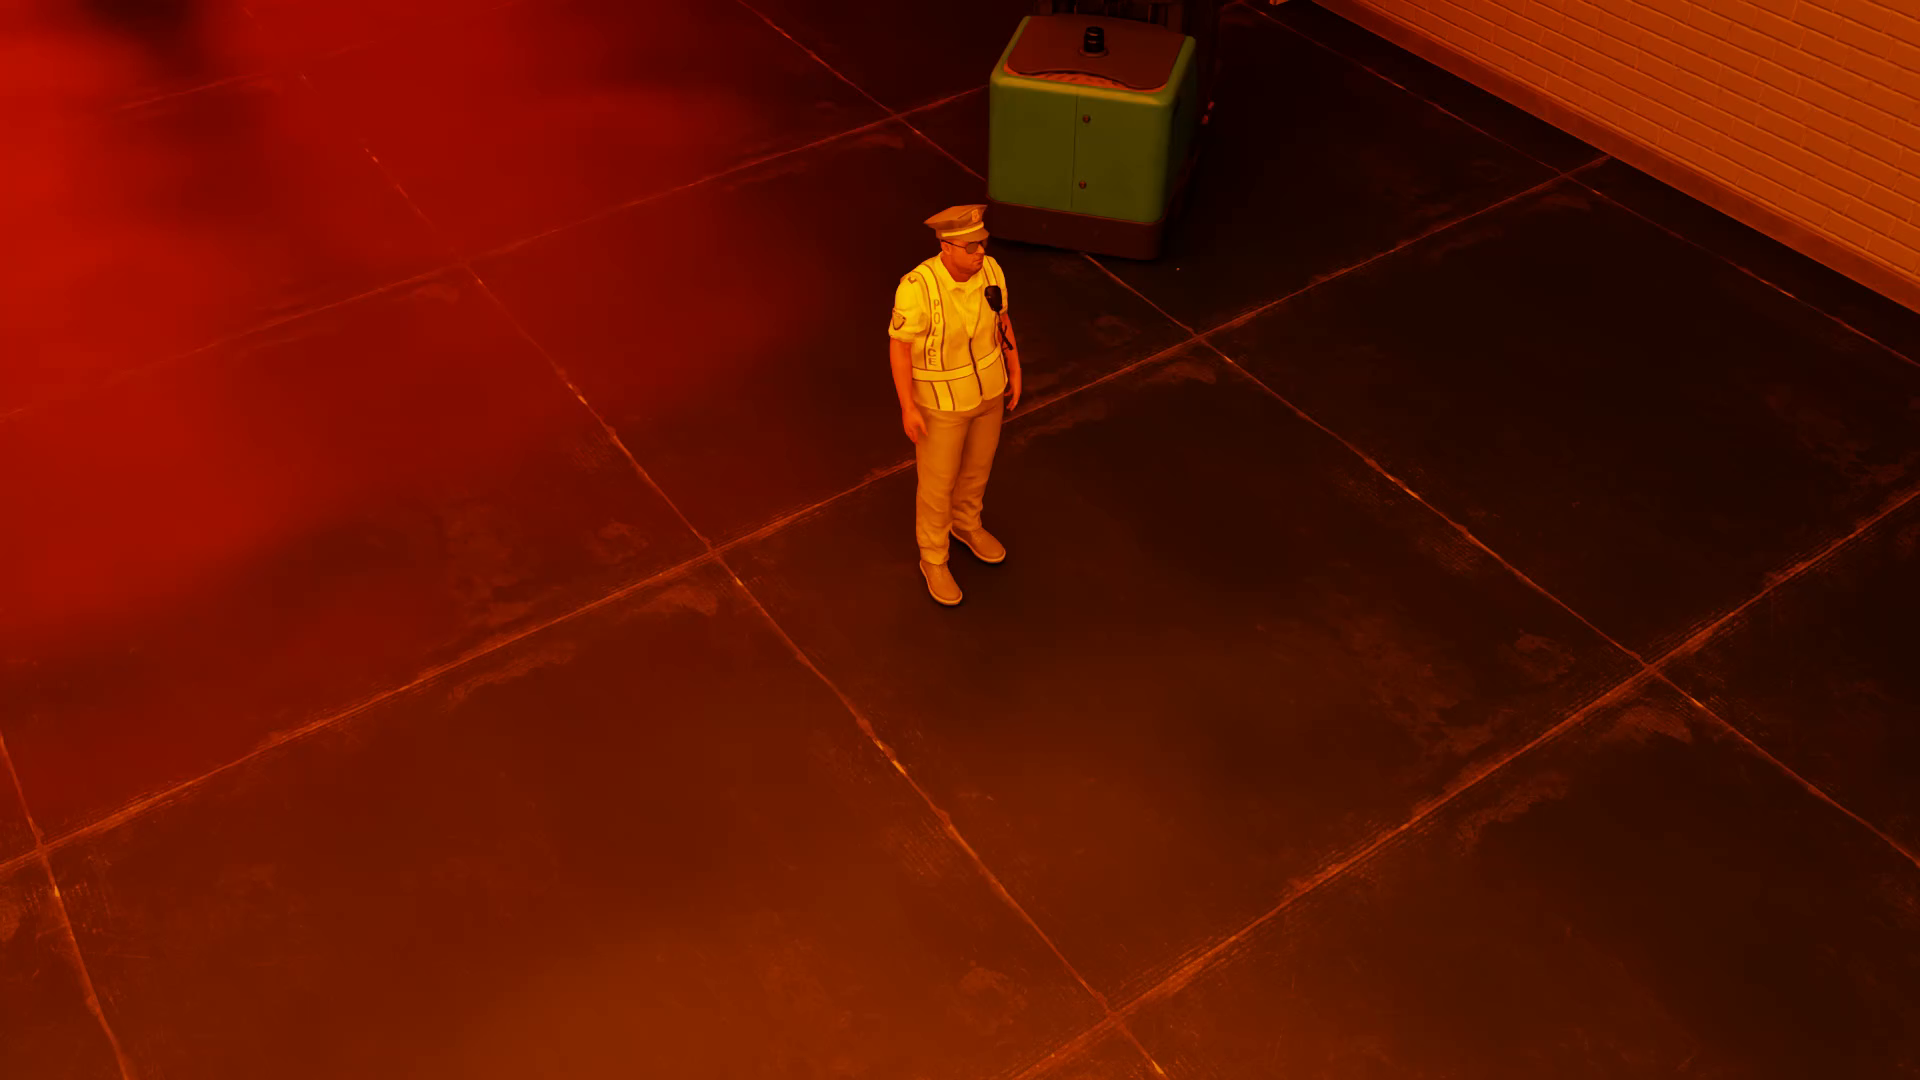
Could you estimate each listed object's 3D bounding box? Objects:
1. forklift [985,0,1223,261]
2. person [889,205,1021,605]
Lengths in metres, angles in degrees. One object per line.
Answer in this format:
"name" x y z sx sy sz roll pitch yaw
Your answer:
"forklift" 1.041 -3.689 9.718 1.130 2.935 3.031 11 44 12
"person" 0.034 -0.612 7.218 0.639 1.781 0.575 -25 48 -25
